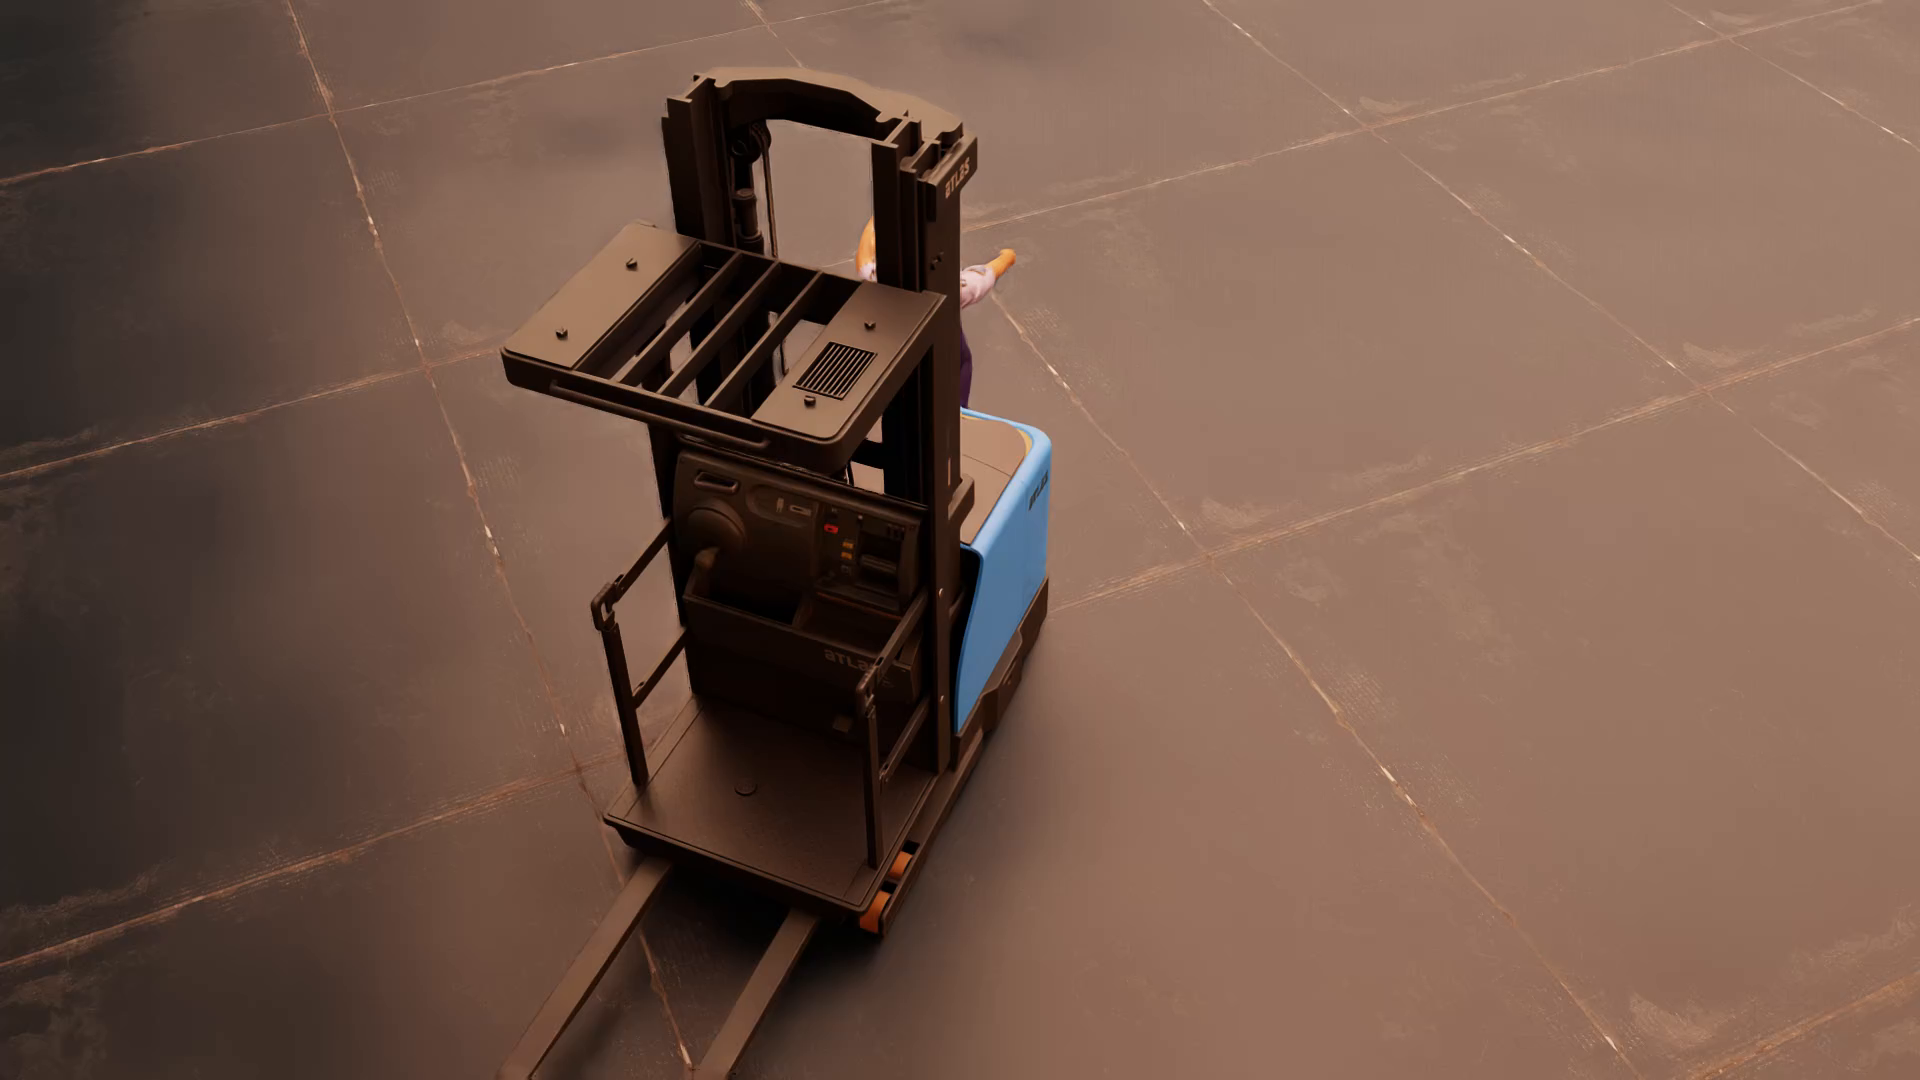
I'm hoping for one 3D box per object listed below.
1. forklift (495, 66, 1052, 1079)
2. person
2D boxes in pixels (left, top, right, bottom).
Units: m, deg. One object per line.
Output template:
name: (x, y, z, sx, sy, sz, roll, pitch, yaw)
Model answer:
forklift: (-0.656, 0.068, 5.608, 1.130, 2.935, 3.031, 16, 45, 17)
person: (-0.087, -0.931, 7.763, 0.976, 1.405, 0.723, -26, 49, -25)
